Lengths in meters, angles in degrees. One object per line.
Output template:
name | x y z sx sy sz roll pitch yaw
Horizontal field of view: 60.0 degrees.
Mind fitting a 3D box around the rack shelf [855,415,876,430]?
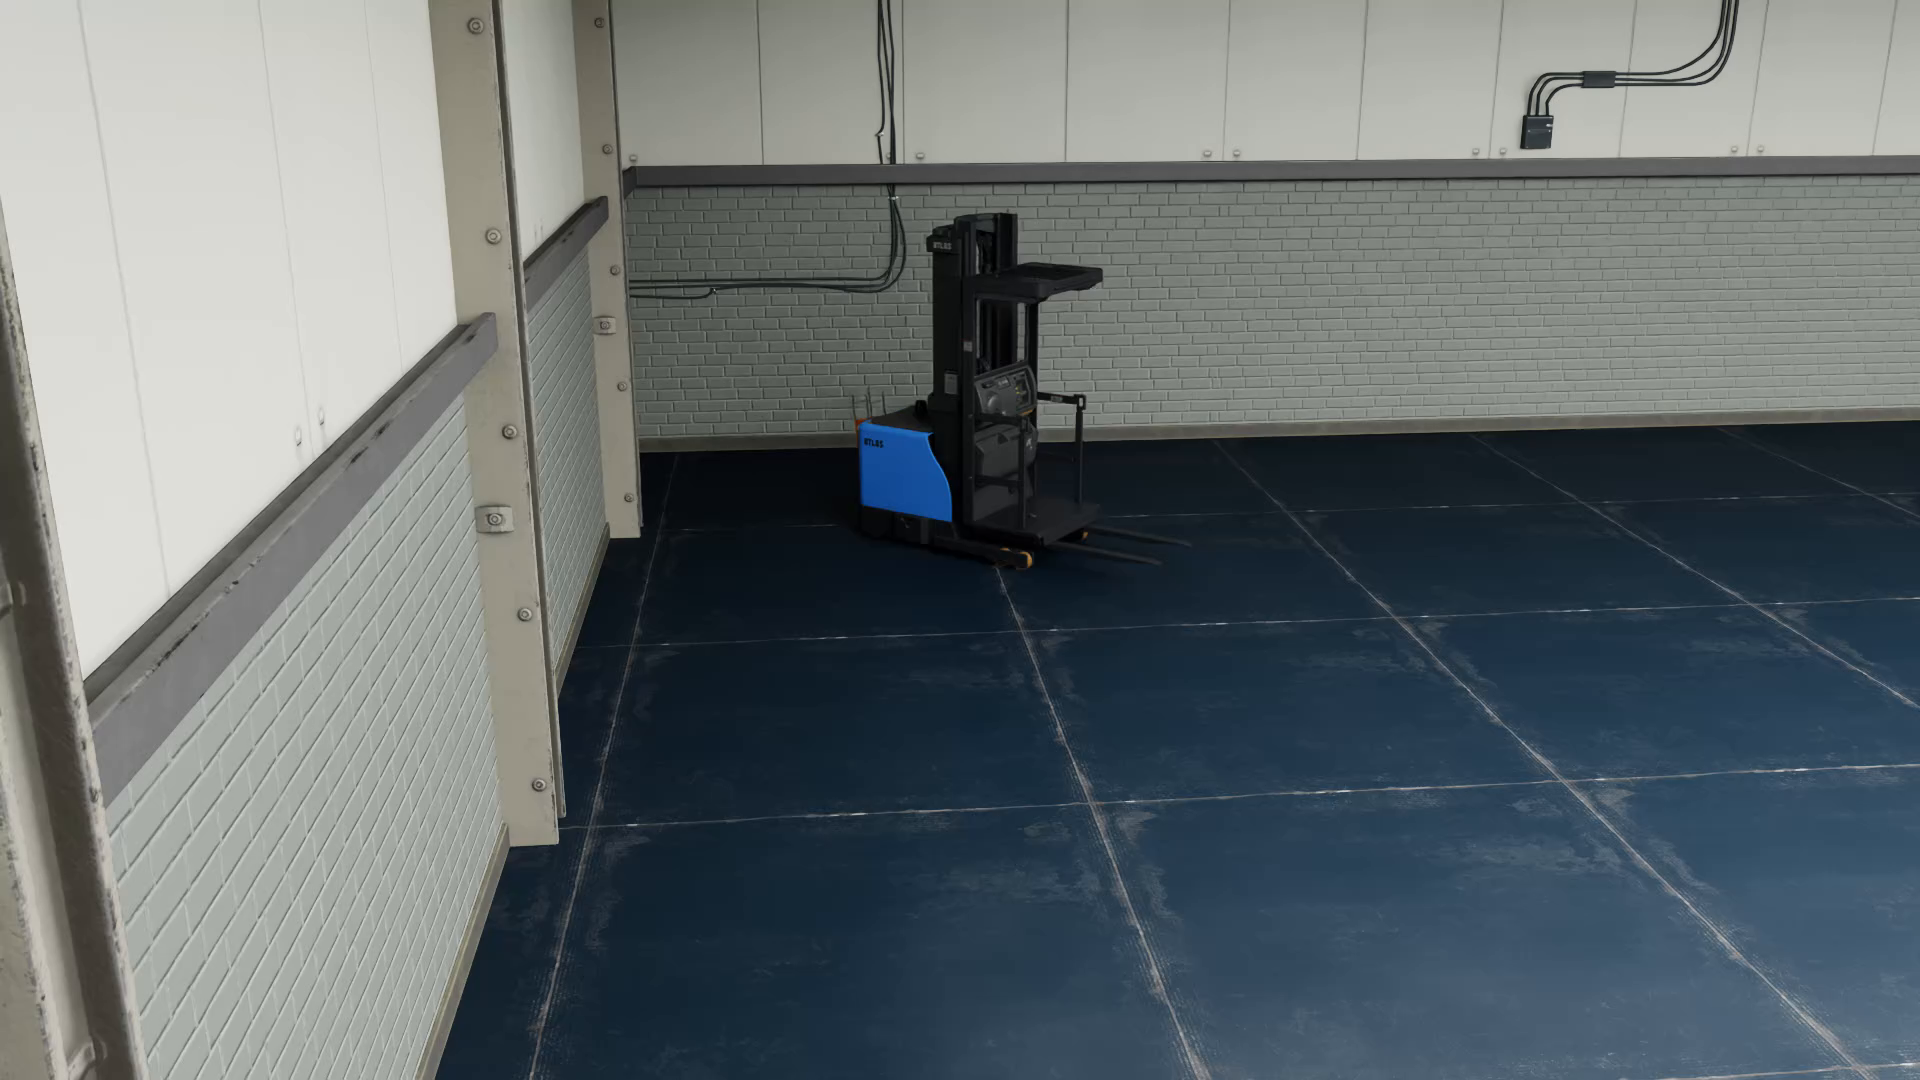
rack shelf | -0.841 -1.106 15.701 0.180 0.103 0.258 5 16 42

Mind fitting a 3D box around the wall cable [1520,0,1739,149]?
wall cable | 7.332 -7.203 17.491 2.305 6.003 0.169 -2 18 -6

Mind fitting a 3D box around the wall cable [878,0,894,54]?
wall cable | 0.579 -6.303 17.056 3.097 2.526 0.112 -2 18 -6

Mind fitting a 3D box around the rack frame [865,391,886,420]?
rack frame | -0.740 -0.793 15.705 0.006 1.200 0.240 5 16 42

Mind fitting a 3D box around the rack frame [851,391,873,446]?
rack frame | -0.875 -0.805 15.828 0.006 1.200 0.240 5 16 42

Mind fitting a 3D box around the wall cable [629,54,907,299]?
wall cable | -2.112 -3.810 17.546 3.097 2.526 0.112 -2 18 -6

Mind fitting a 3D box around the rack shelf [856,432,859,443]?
rack shelf | -0.828 -0.989 15.726 0.180 0.103 0.258 5 16 42

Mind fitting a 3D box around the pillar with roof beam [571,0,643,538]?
pillar with roof beam | 1.158 -4.506 14.579 9.100 9.000 0.400 -2 18 -6

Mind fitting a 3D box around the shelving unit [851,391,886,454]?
shelving unit | -0.808 -0.799 15.767 0.189 1.200 0.258 5 16 42

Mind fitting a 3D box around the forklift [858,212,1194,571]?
forklift | 0.577 -1.314 14.542 3.031 2.935 1.130 11 21 31

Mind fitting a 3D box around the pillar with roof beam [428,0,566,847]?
pillar with roof beam | 1.777 -2.718 8.885 9.100 9.000 0.400 -2 18 -6
